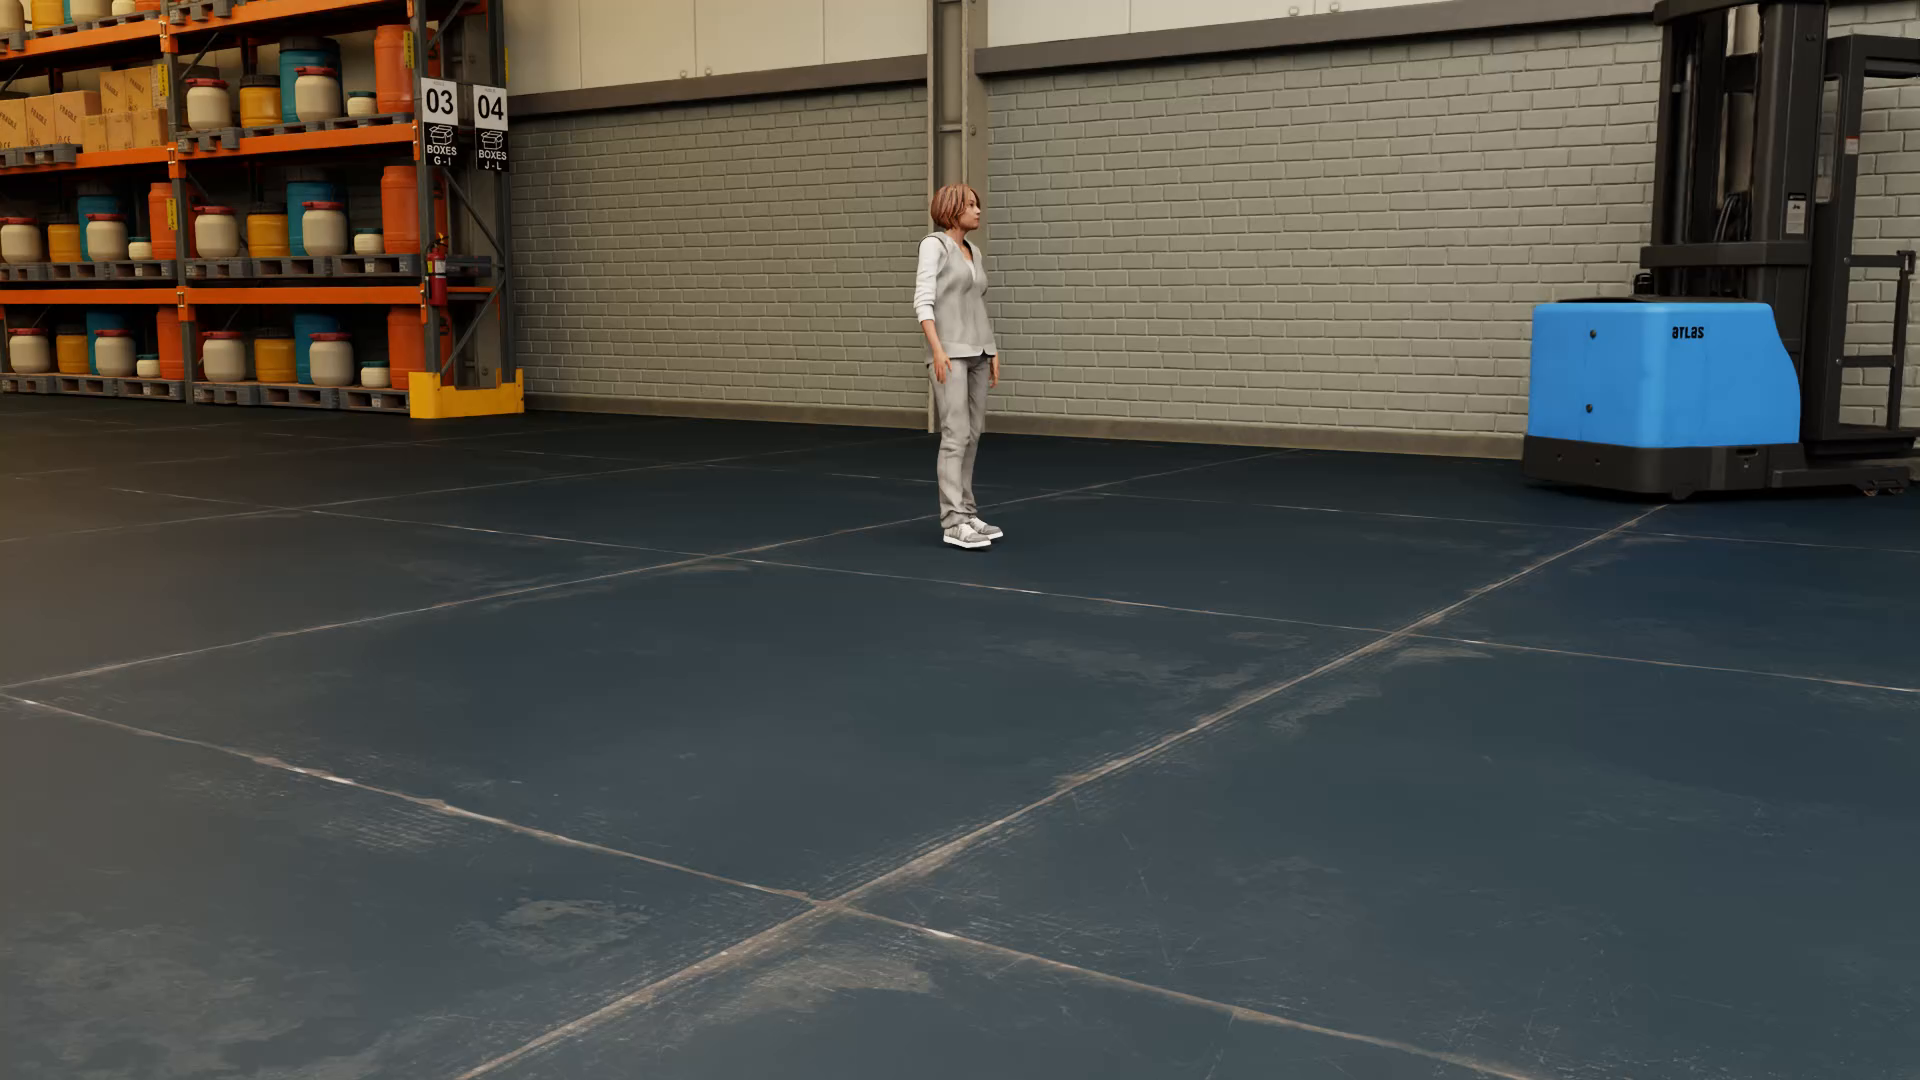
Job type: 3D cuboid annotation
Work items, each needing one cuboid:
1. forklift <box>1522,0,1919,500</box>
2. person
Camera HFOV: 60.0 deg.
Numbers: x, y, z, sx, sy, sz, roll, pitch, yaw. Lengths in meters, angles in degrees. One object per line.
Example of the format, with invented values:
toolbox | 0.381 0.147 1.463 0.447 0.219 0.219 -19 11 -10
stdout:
forklift | 4.856 -1.768 9.625 3.031 2.935 1.130 -3 9 -21
person | 0.053 -0.791 7.438 0.475 1.597 0.520 5 10 34
